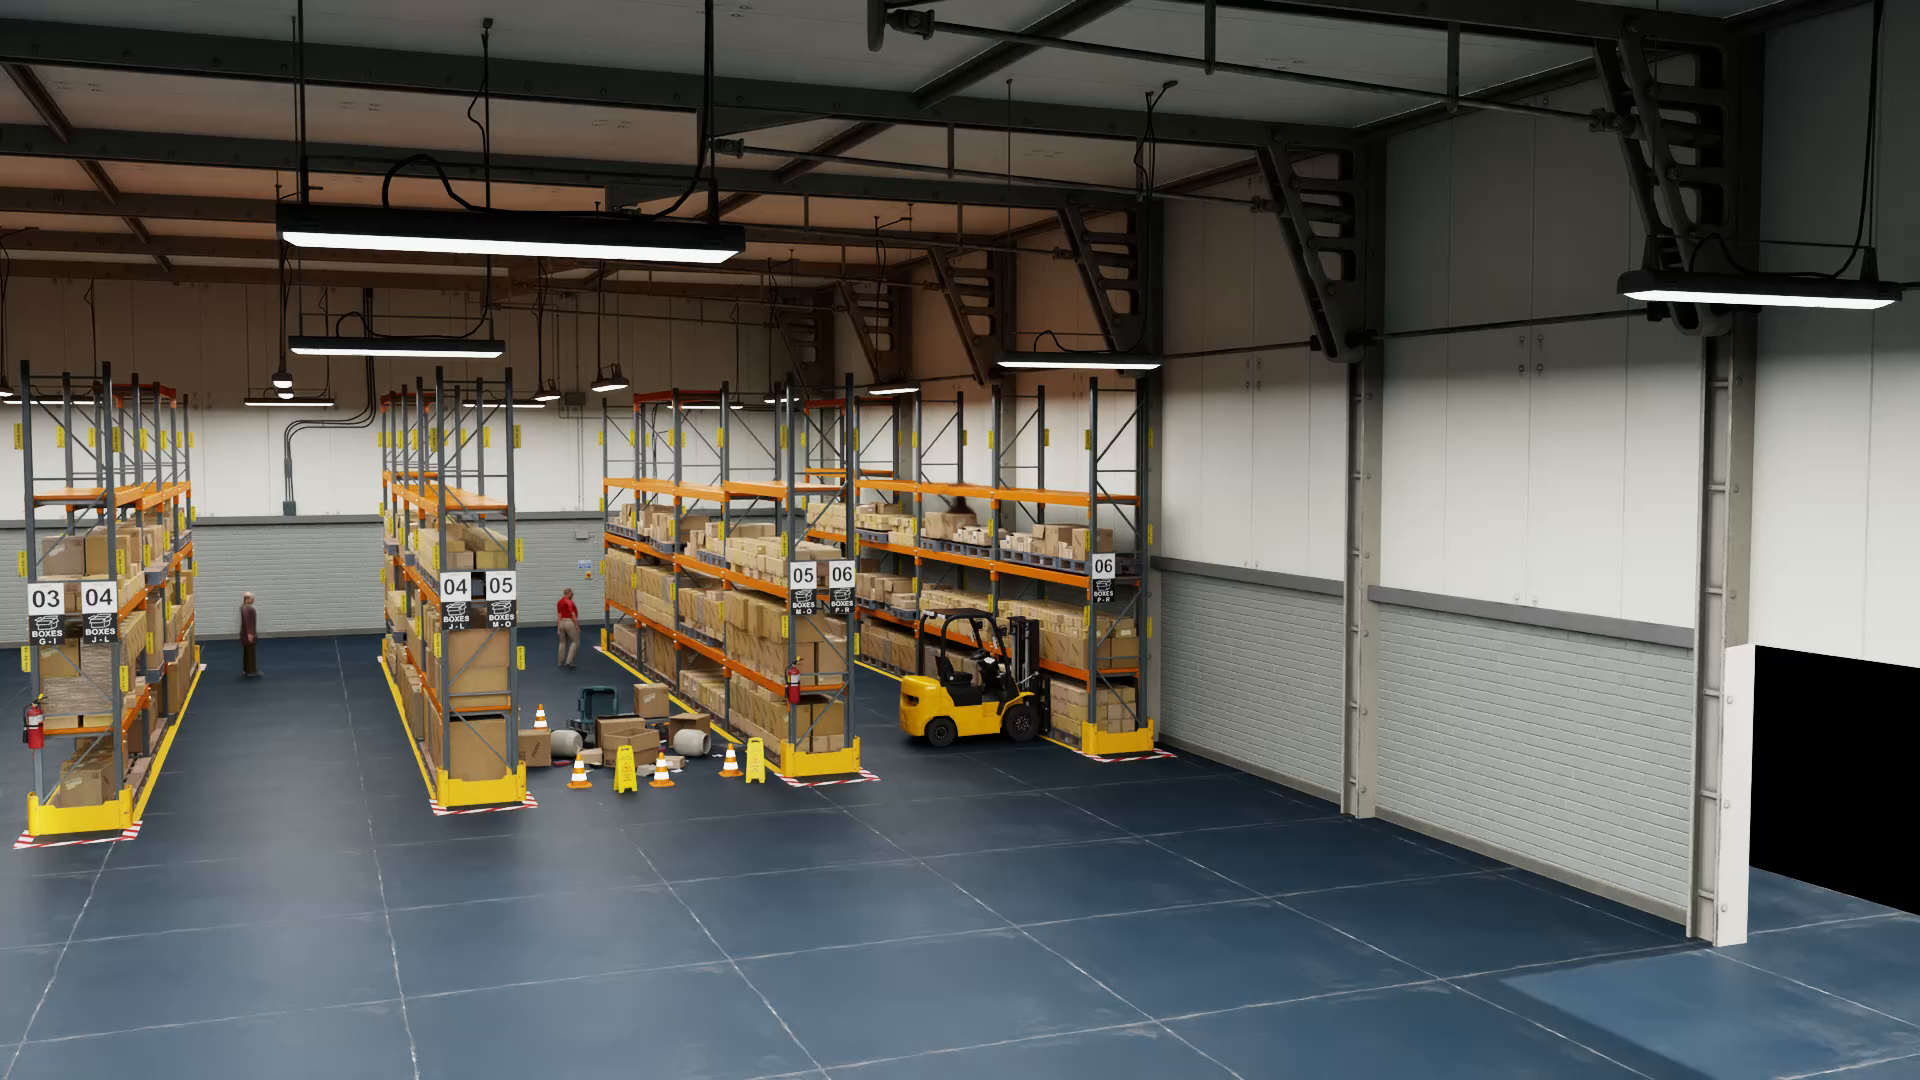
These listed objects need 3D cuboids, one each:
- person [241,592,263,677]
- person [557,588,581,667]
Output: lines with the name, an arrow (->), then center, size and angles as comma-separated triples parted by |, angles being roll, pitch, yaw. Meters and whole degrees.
person -> -15.006, 1.988, 35.219 | 0.421, 1.776, 0.663 | -2, 4, -27
person -> -8.632, 1.930, 36.653 | 0.606, 1.748, 0.381 | 3, 4, 40
